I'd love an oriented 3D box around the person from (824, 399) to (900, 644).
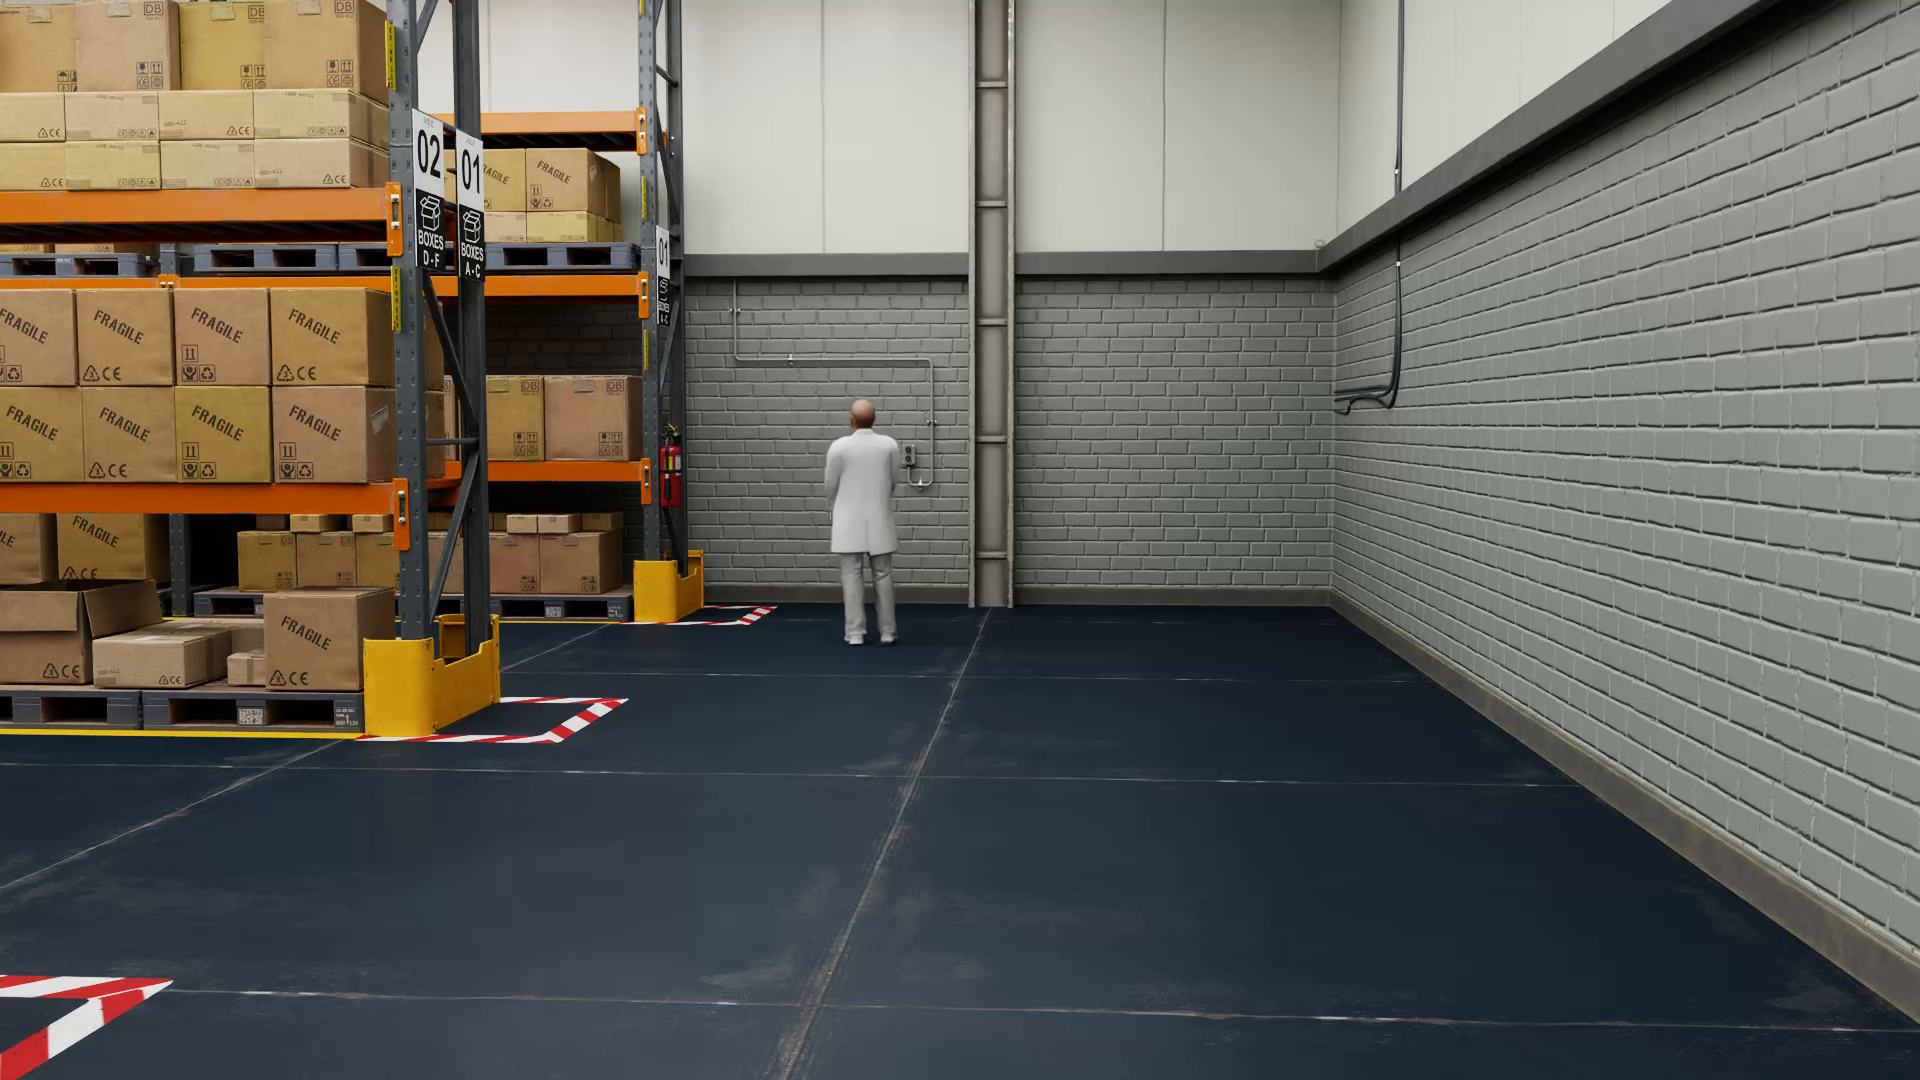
[{"bbox_3d":[-0.712,-0.134,12.166,0.600,1.780,0.510,-1,4,-16],"label":"person"}]
